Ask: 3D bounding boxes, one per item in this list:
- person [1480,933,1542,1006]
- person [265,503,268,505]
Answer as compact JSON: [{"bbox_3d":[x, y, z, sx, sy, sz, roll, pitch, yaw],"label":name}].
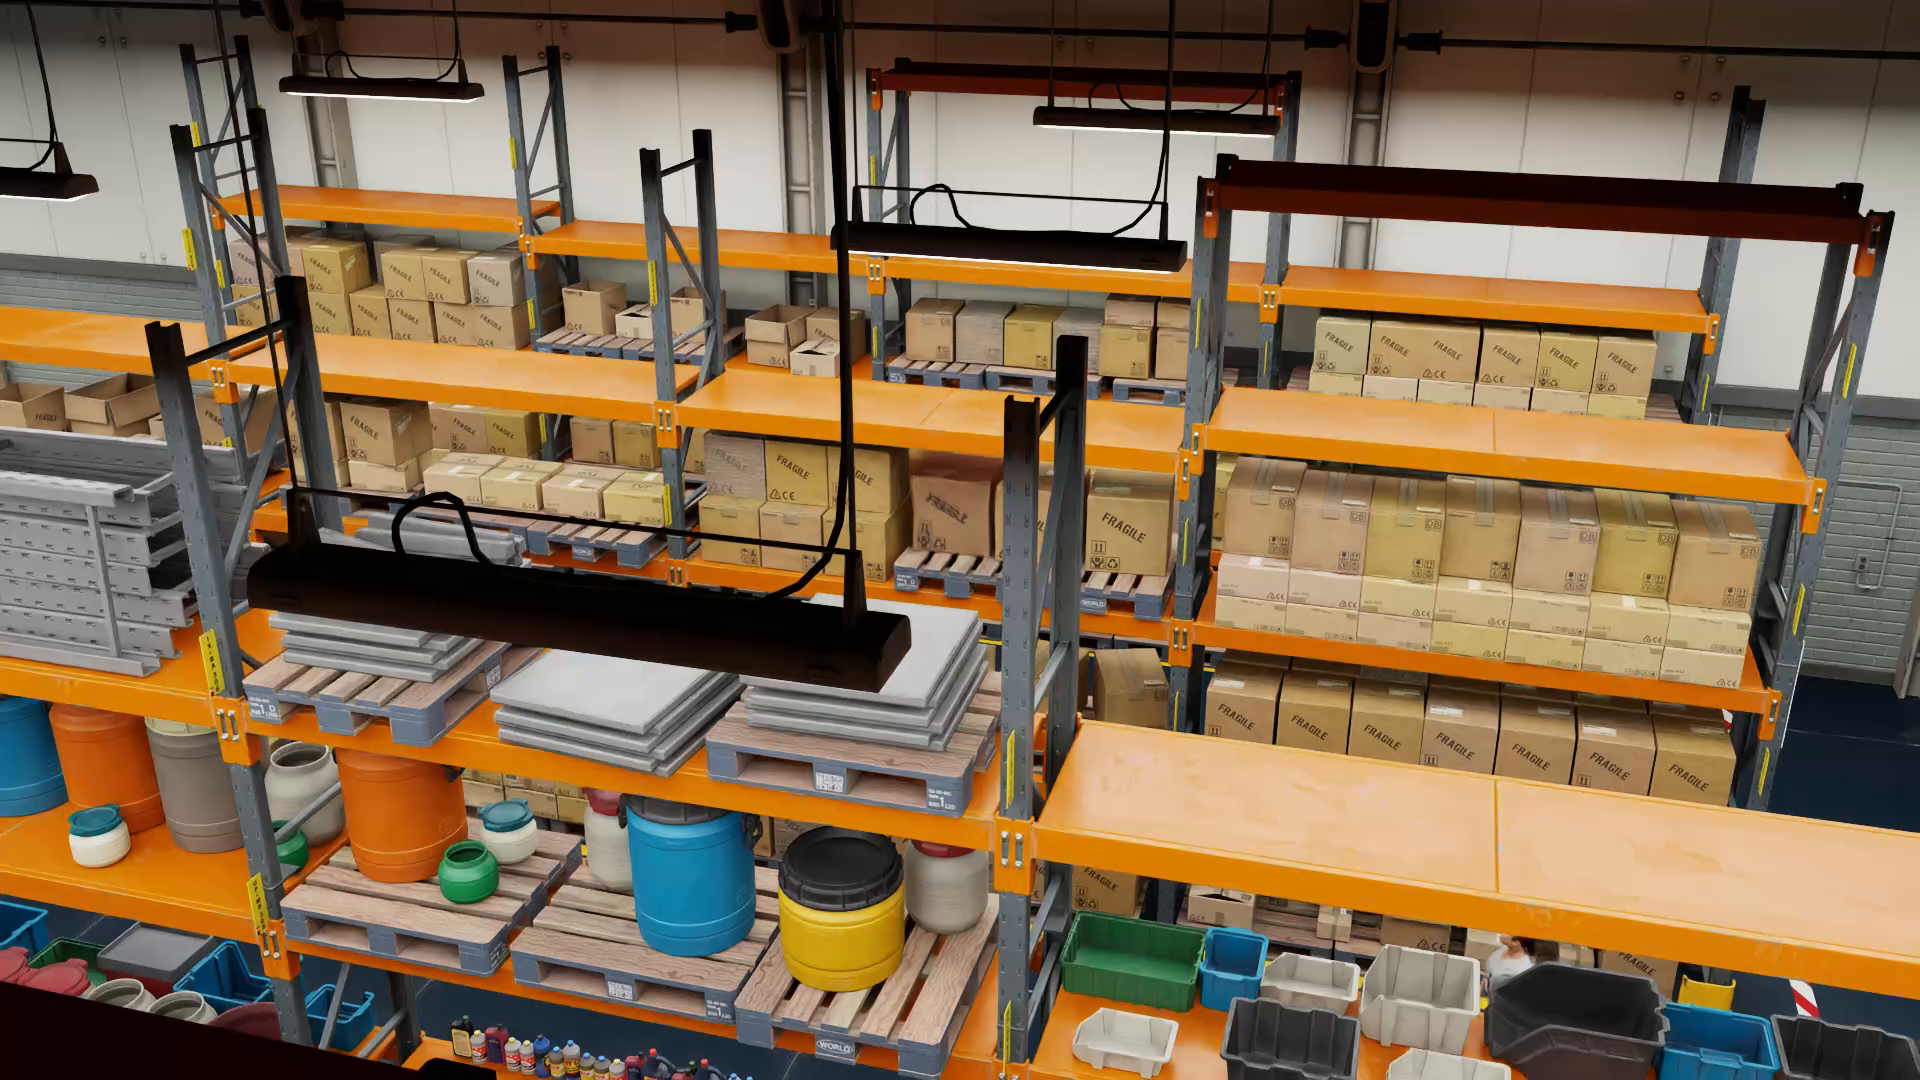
[{"bbox_3d":[3.592,3.155,11.048,1.082,1.611,0.500,5,23,12],"label":"person"},{"bbox_3d":[-7.130,0.421,17.481,0.862,1.748,0.595,-3,23,-6],"label":"person"}]
